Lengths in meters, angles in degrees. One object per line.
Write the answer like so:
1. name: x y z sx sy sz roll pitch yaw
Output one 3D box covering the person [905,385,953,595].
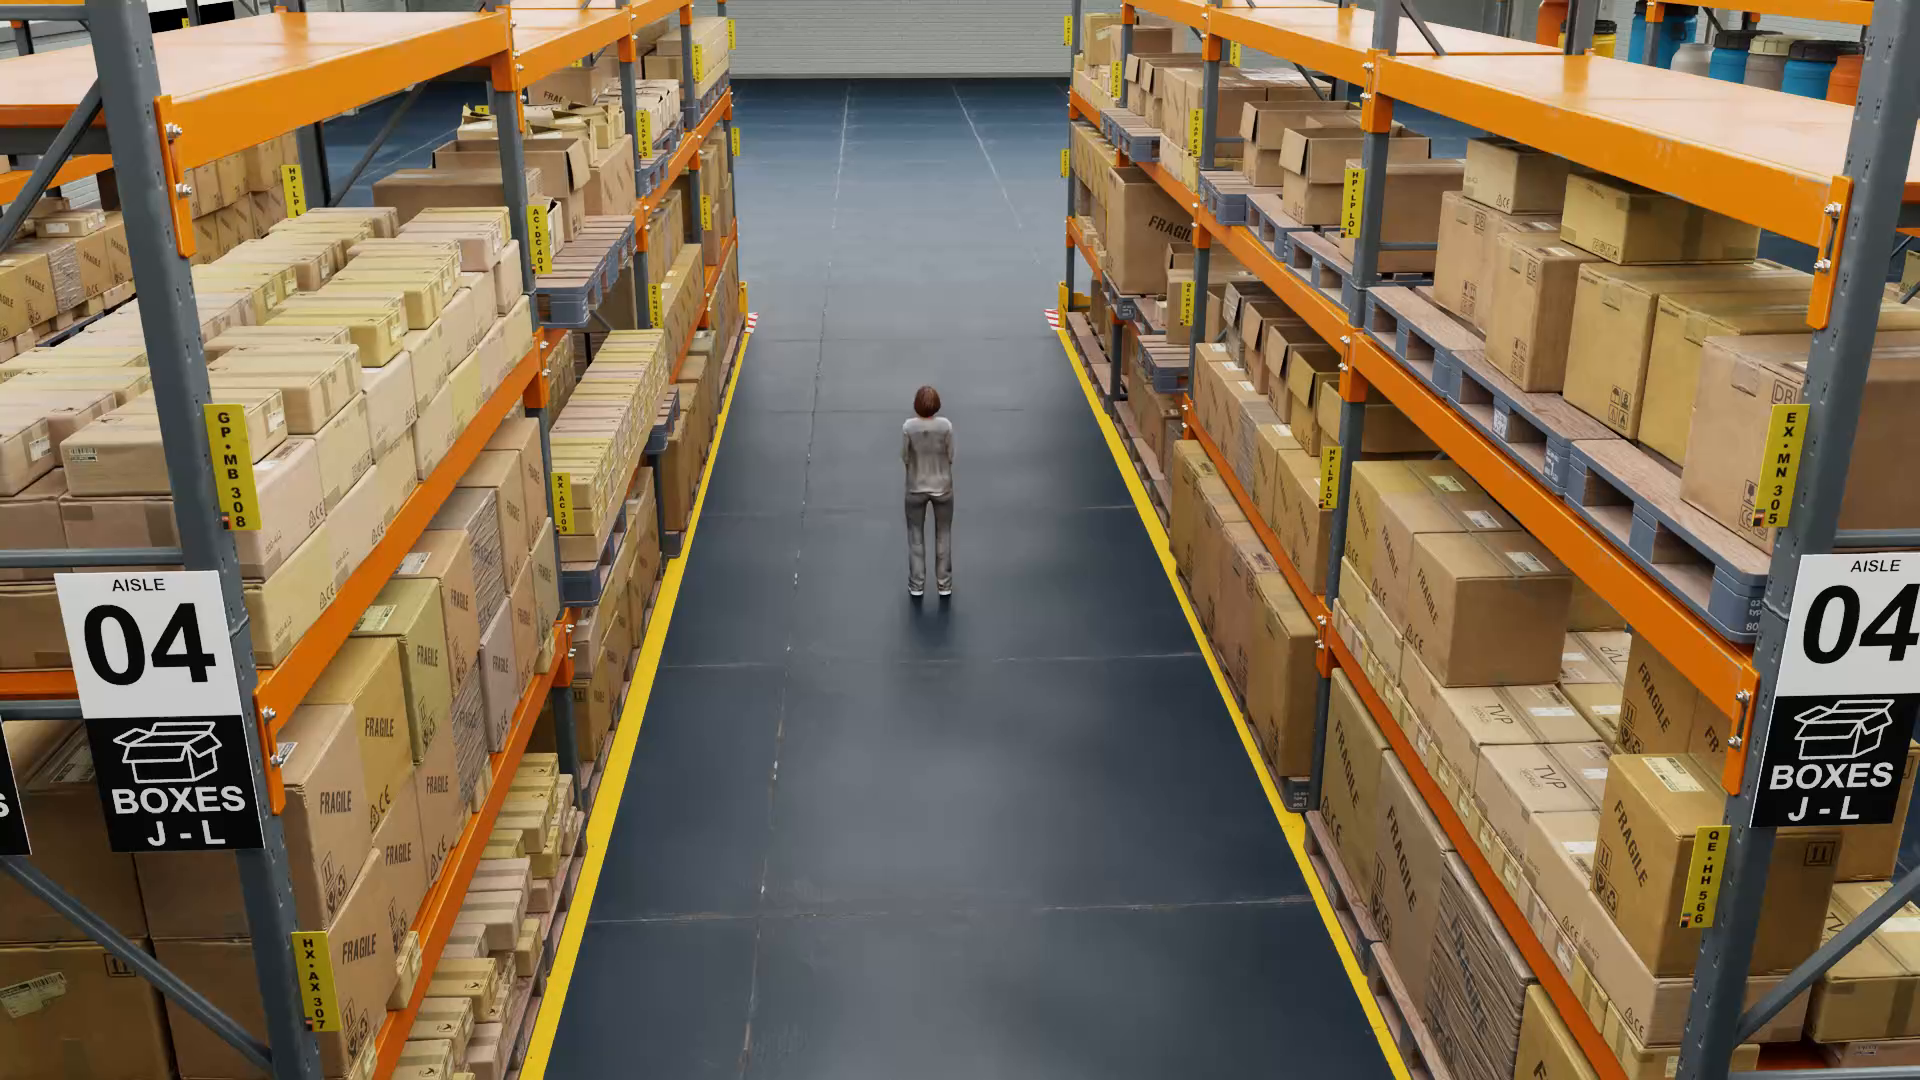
1. person: -0.226 -0.388 12.126 0.380 1.596 0.495 -1 21 -2
